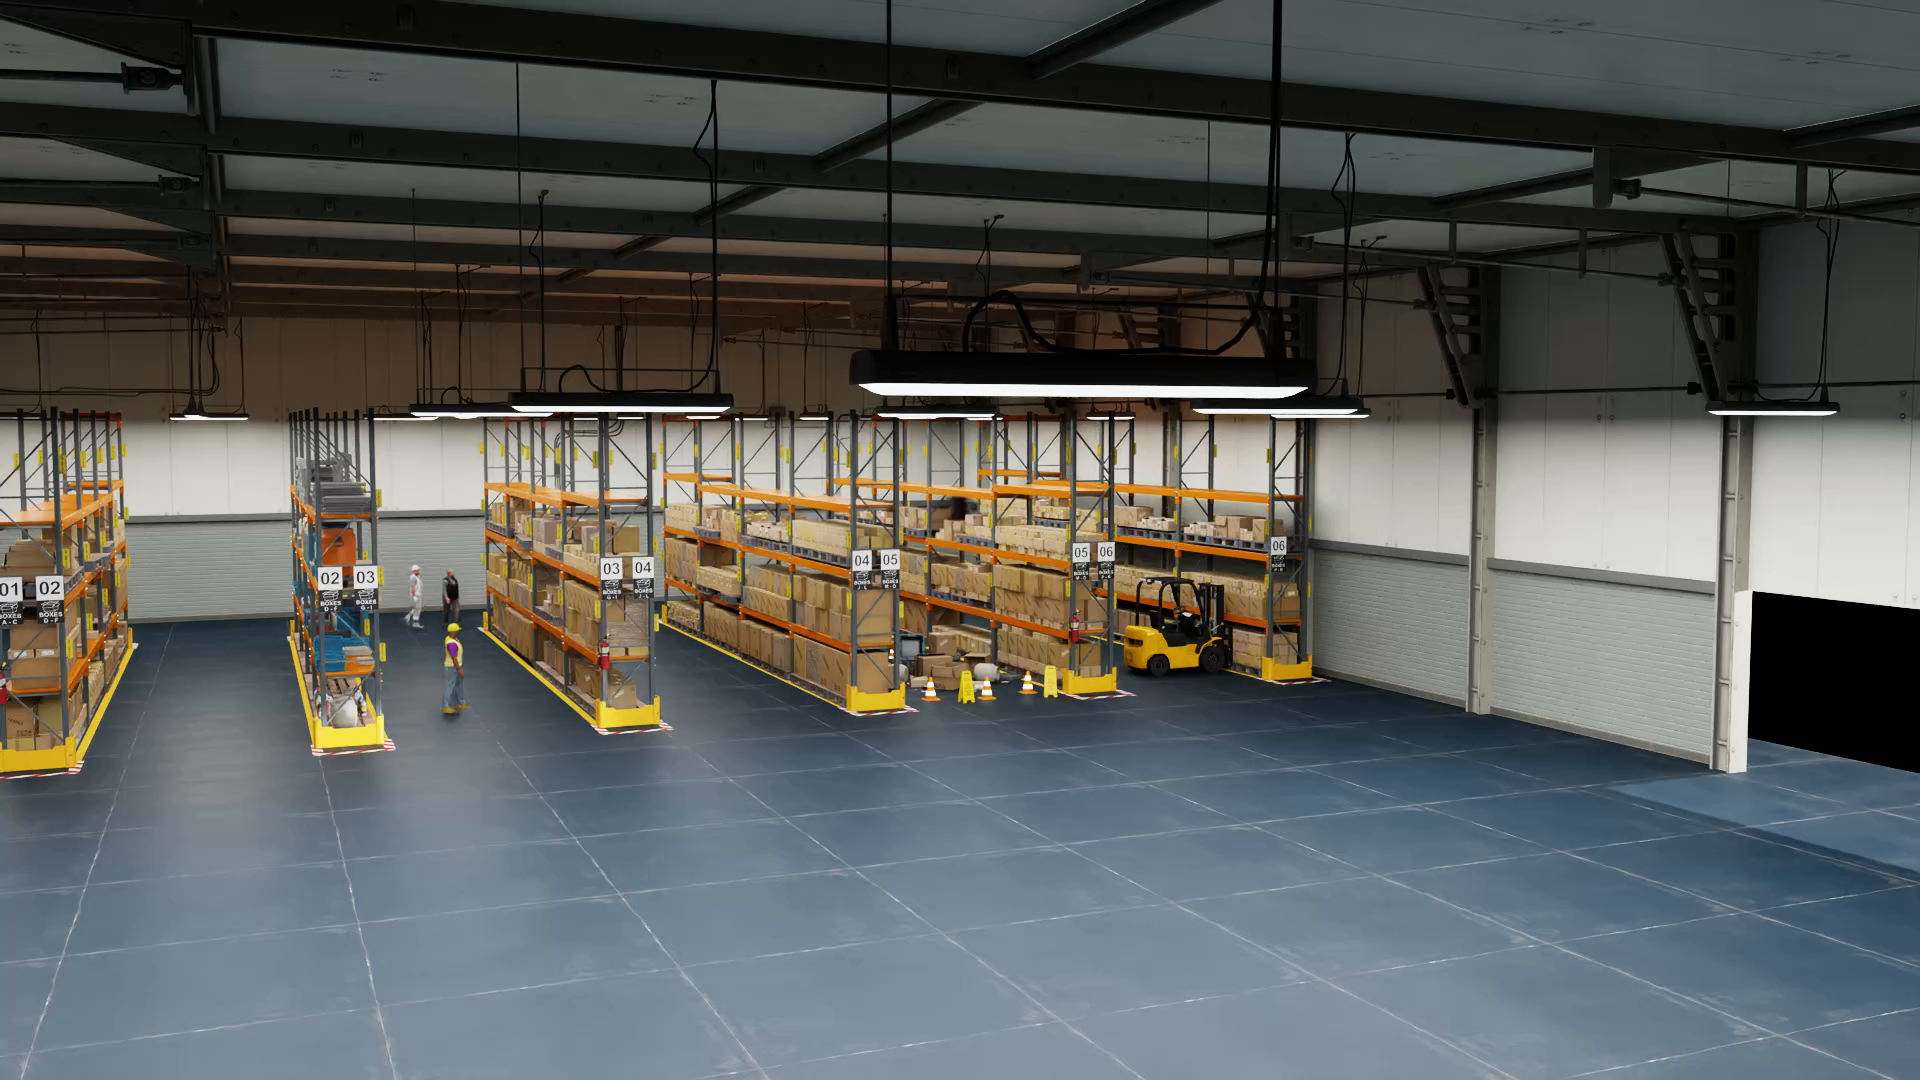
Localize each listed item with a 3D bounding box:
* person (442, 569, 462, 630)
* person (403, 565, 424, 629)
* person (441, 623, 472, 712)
[{"bbox_3d":[-14.097,1.644,46.043,0.506,1.682,0.957,-3,5,-38],"label":"person"},{"bbox_3d":[-15.201,1.579,46.231,0.536,1.780,0.572,-2,4,-22],"label":"person"},{"bbox_3d":[-10.043,2.540,33.079,0.541,1.790,0.714,-1,4,-10],"label":"person"}]
